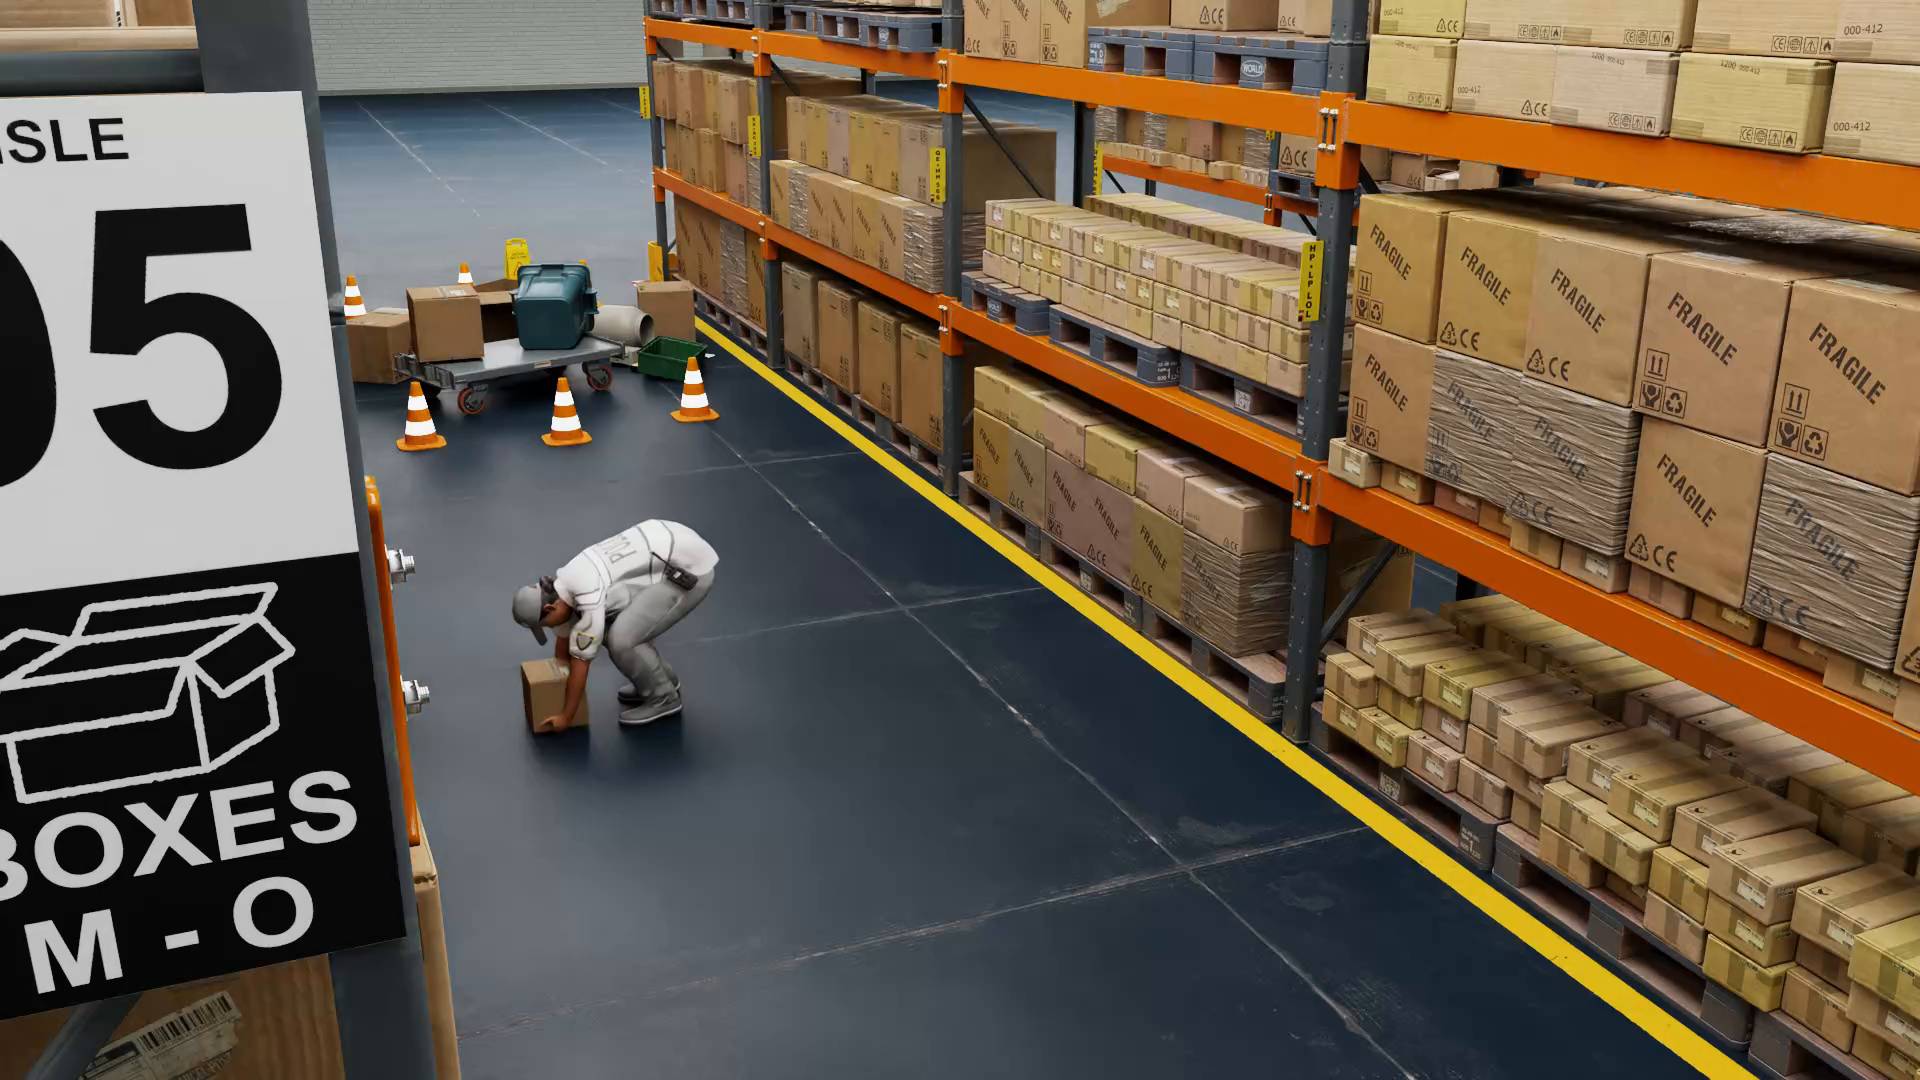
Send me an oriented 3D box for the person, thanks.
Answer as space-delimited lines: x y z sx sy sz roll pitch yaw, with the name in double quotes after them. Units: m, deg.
-1.571 0.388 7.634 0.936 0.887 0.508 -9 21 -24 "person"
